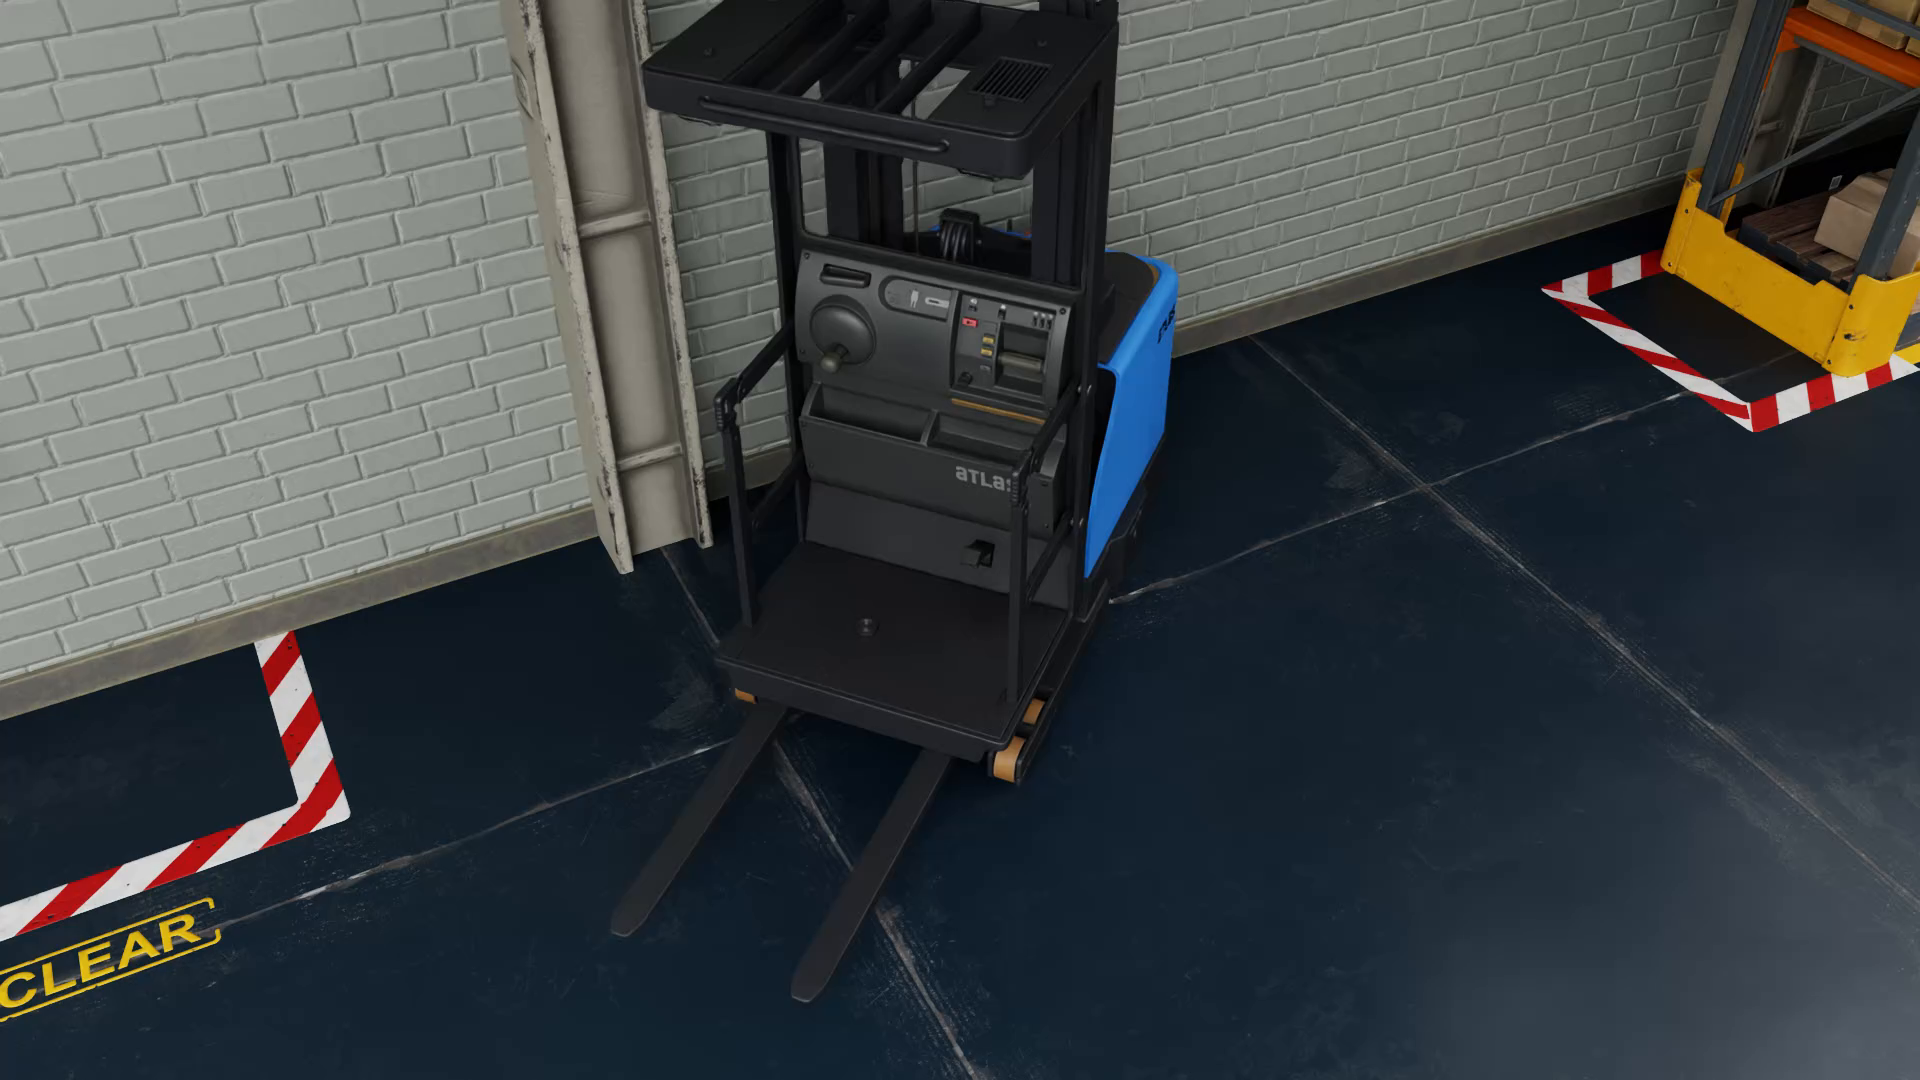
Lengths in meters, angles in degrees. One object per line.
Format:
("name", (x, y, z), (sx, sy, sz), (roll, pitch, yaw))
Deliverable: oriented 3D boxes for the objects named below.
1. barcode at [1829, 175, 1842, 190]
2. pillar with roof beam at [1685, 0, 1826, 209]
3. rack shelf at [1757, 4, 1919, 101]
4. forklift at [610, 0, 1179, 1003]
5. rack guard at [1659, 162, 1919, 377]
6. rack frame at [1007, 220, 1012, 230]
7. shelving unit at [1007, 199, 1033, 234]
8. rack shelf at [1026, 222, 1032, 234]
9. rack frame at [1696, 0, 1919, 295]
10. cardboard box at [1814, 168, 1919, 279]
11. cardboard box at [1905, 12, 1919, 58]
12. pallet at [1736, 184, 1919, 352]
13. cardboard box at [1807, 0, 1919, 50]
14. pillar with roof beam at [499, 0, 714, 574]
("barcode", (4.348, -1.775, 8.259), (0.075, 0.075, 0.001), (-19, 44, -21))
("pillar with roof beam", (6.072, -2.768, 3.055), (0.400, 9.000, 9.100), (-19, 44, -21))
("rack shelf", (5.636, -2.563, 8.013), (4.000, 0.370, 1.077), (-19, 44, -21))
("forklift", (-0.176, -0.594, 5.183), (1.130, 2.935, 3.031), (15, 42, 17))
("rack guard", (3.929, -1.309, 7.910), (0.348, 0.500, 1.175), (-19, 44, -21))
("rack frame", (0.277, -0.838, 6.917), (0.200, 1.050, 0.008), (17, 42, 20))
("shelving unit", (0.331, -0.906, 7.002), (0.215, 1.050, 0.252), (17, 42, 20))
("rack shelf", (0.332, -1.119, 6.831), (0.215, 0.259, 0.240), (17, 42, 20))
("rack frame", (3.862, -2.241, 7.076), (0.127, 3.000, 1.000), (-19, 44, -21))
("cardboard box", (4.517, -1.537, 7.985), (0.500, 0.311, 0.500), (-24, 46, -25))
("cardboard box", (4.441, -2.155, 7.075), (0.500, 0.250, 0.500), (-20, 44, -22))
("pallet", (4.666, -1.421, 8.266), (1.213, 0.211, 1.003), (-19, 44, -21))
("cardboard box", (4.187, -2.442, 7.414), (0.500, 0.250, 0.500), (-18, 43, -20))
("pillar with roof beam", (0.750, -0.978, 0.940), (0.400, 9.000, 9.100), (-19, 44, -21))
